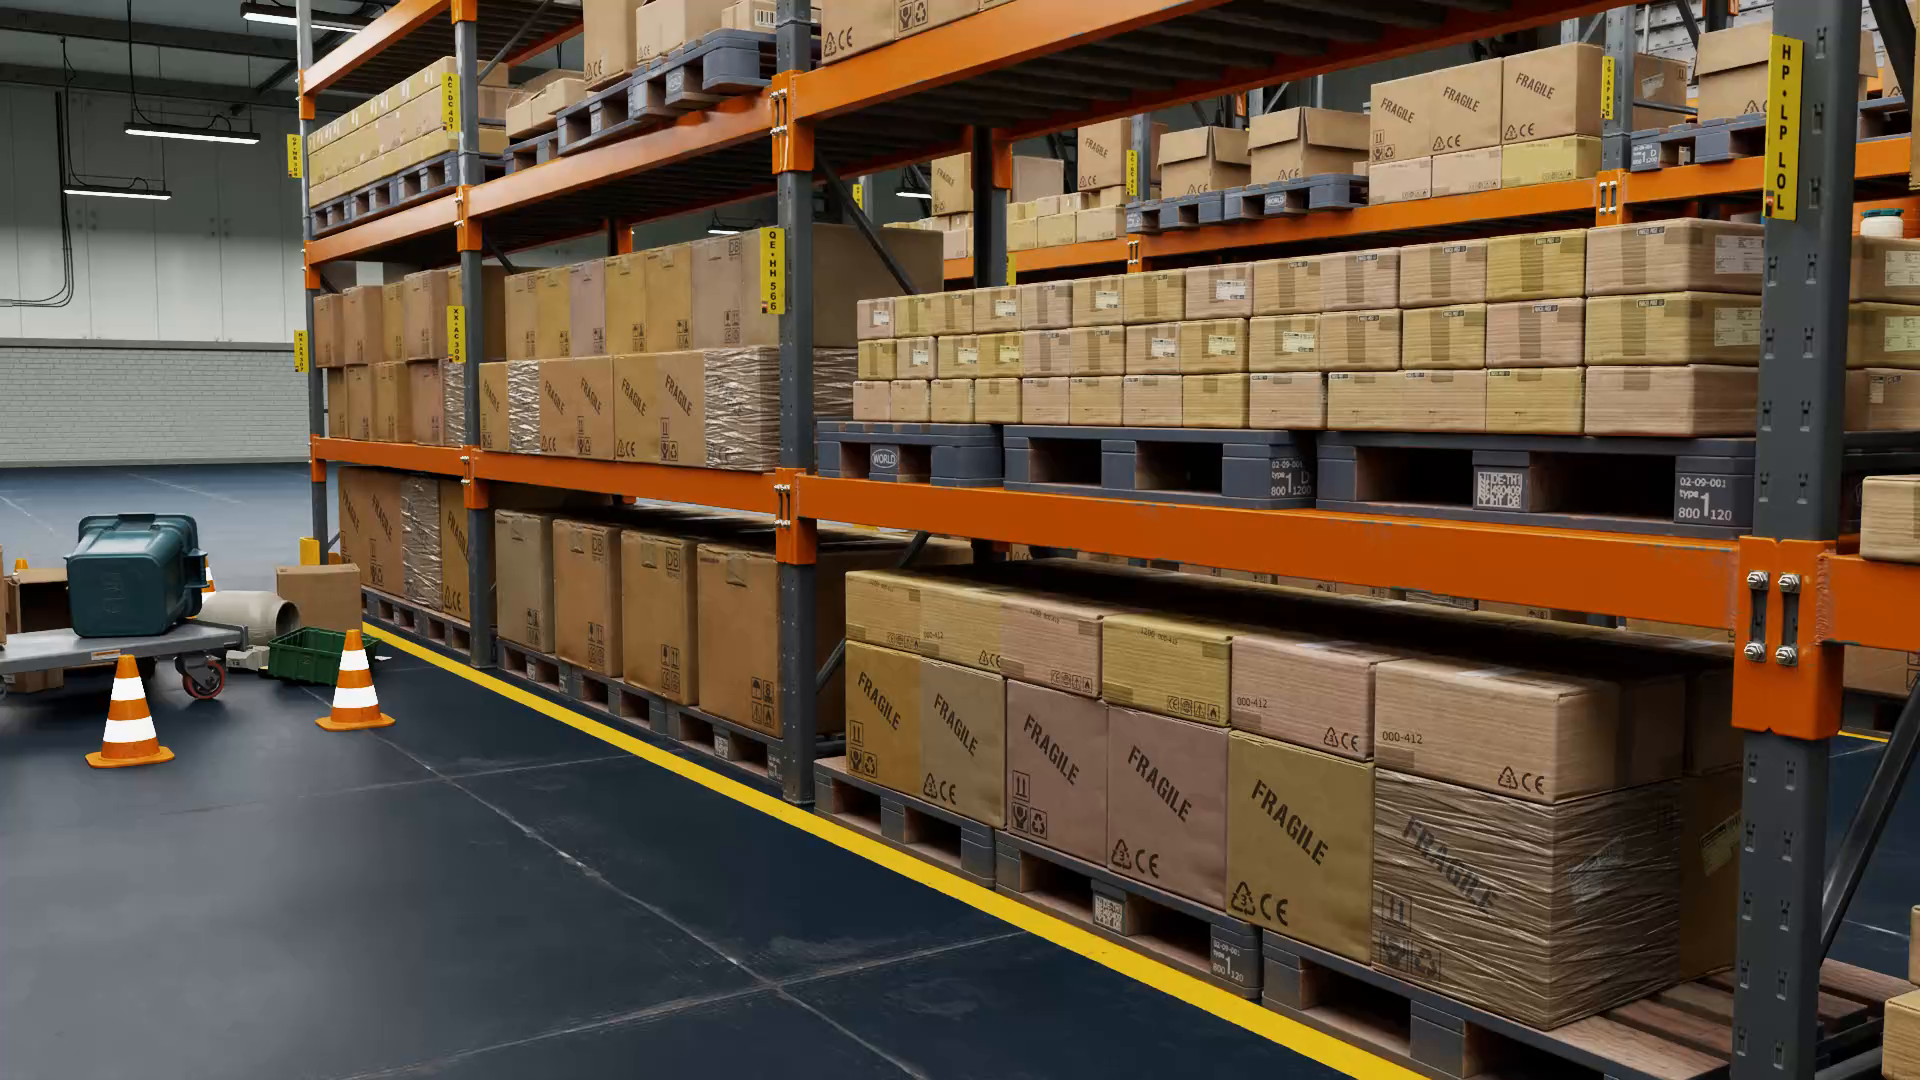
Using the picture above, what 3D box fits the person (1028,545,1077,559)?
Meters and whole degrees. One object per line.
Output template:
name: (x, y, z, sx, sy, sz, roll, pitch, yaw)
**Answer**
person: (0.608, -0.151, 10.923, 0.352, 1.653, 0.530, -4, 6, -37)
